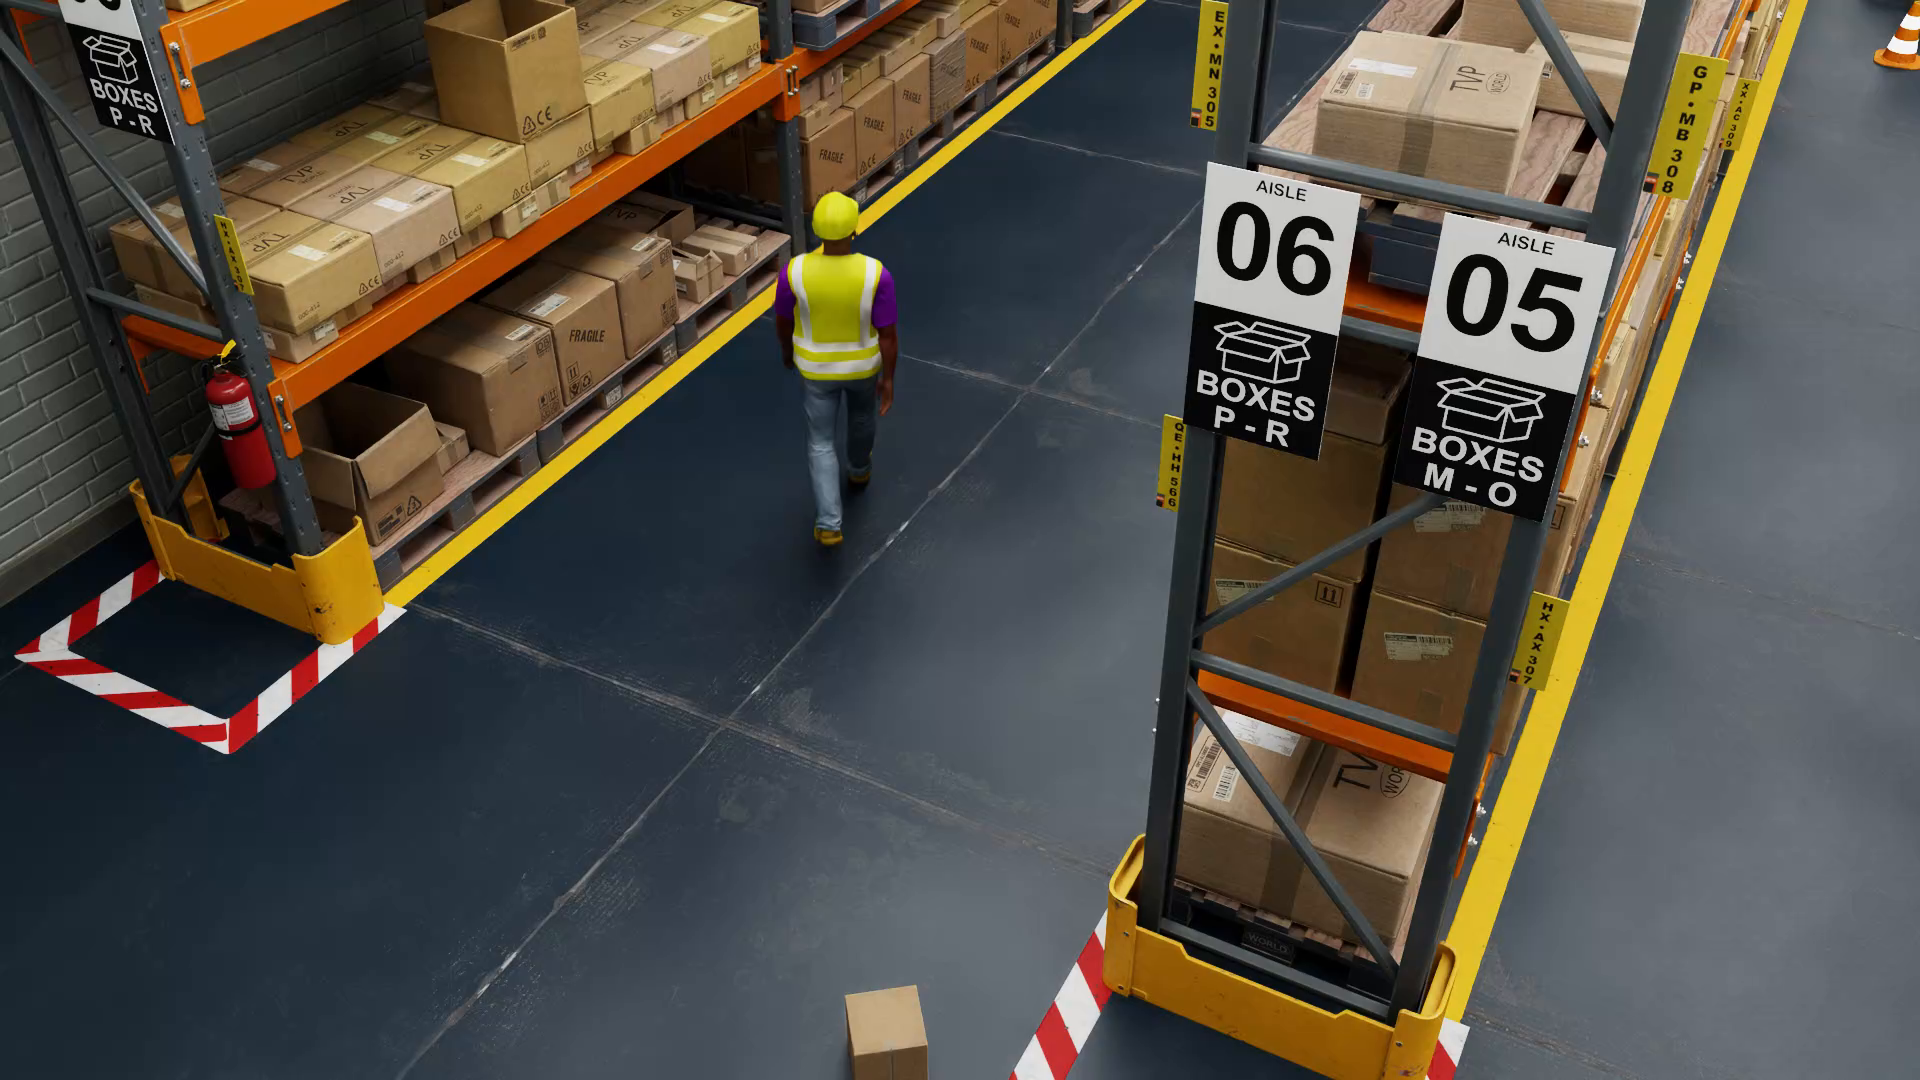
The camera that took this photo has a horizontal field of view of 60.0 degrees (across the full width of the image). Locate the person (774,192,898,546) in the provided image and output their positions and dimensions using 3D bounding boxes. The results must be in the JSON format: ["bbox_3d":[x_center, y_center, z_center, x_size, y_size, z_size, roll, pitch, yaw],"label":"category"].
[{"bbox_3d":[-0.571,-0.838,7.811,0.562,1.728,1.019,-3,38,-4],"label":"person"}]
